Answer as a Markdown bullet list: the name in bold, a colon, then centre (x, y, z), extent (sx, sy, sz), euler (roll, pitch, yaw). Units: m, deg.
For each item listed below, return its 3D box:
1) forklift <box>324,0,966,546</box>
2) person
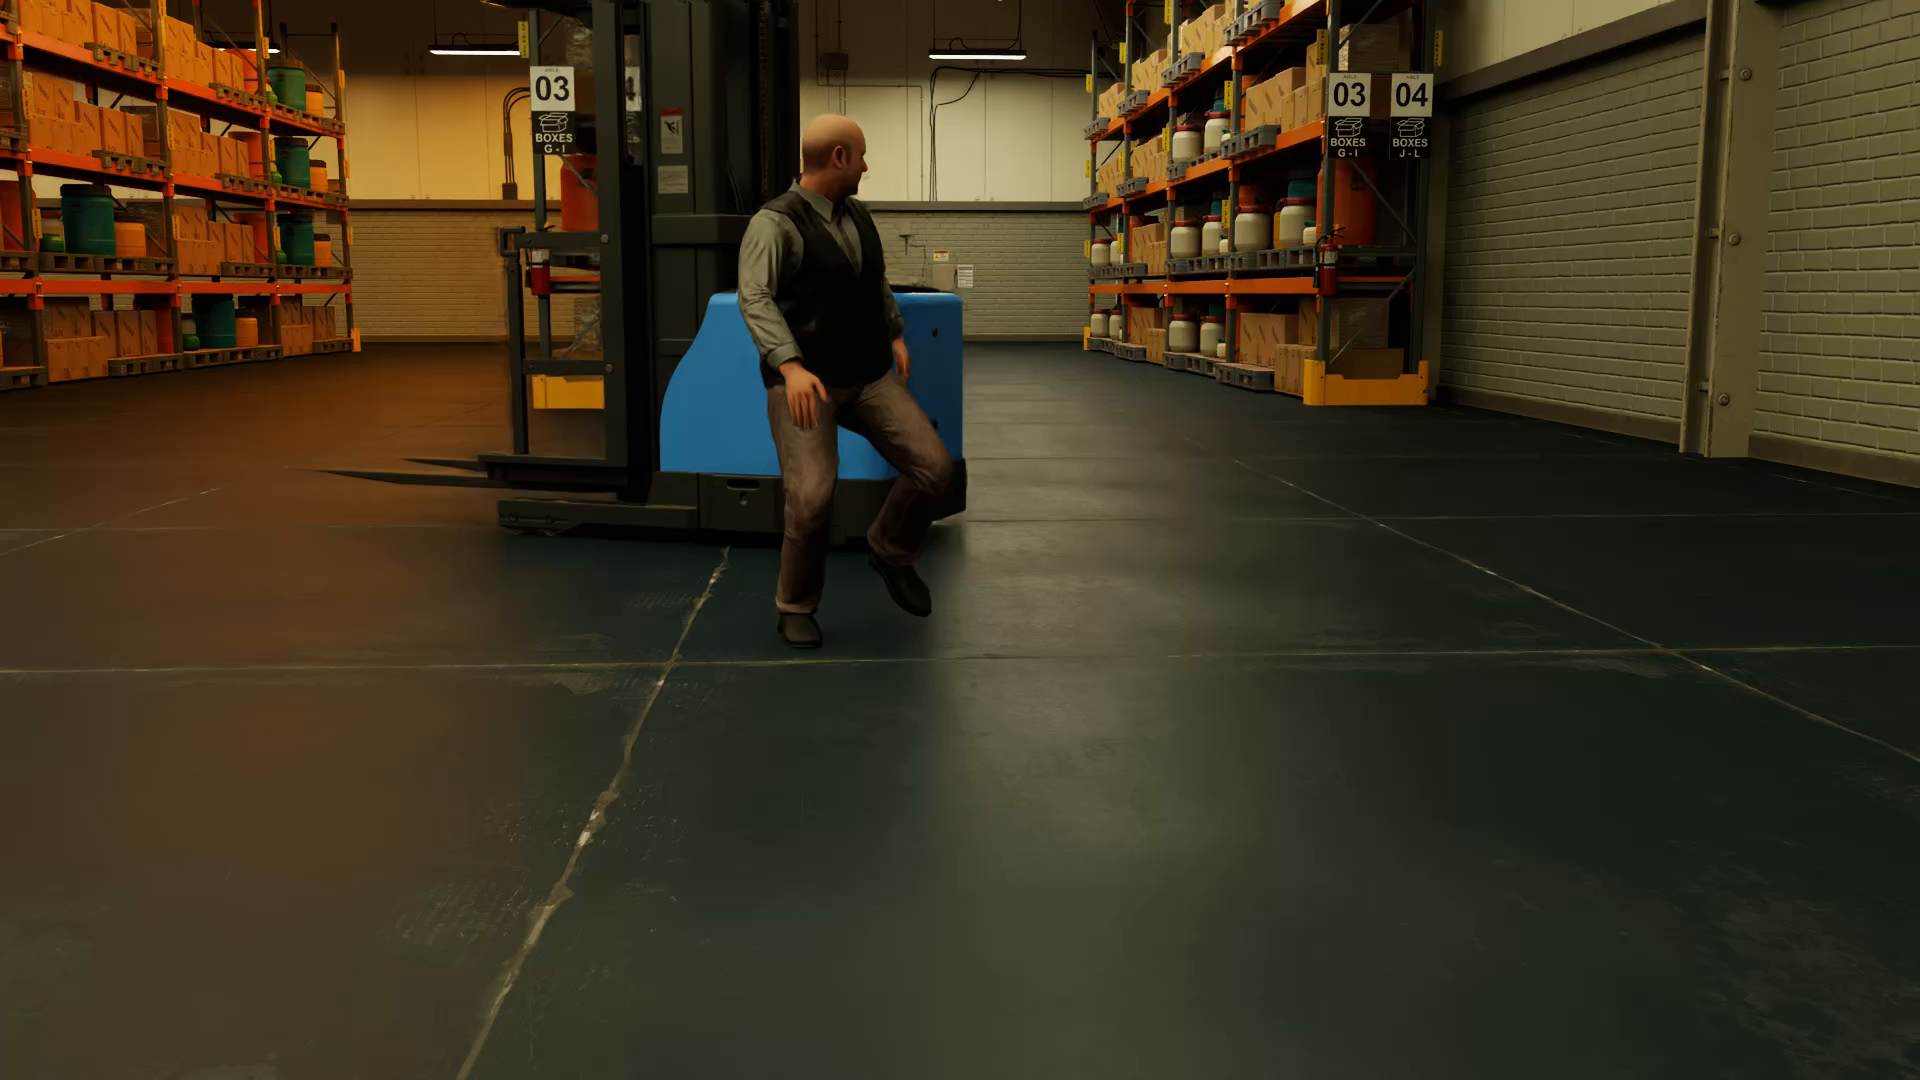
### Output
- **forklift**: centre (-1.546, -1.533, 7.656), extent (3.031, 2.935, 1.130), euler (3, 9, 20)
- **person**: centre (-0.360, -0.494, 5.190), extent (0.802, 1.623, 0.604), euler (-6, 10, -36)
